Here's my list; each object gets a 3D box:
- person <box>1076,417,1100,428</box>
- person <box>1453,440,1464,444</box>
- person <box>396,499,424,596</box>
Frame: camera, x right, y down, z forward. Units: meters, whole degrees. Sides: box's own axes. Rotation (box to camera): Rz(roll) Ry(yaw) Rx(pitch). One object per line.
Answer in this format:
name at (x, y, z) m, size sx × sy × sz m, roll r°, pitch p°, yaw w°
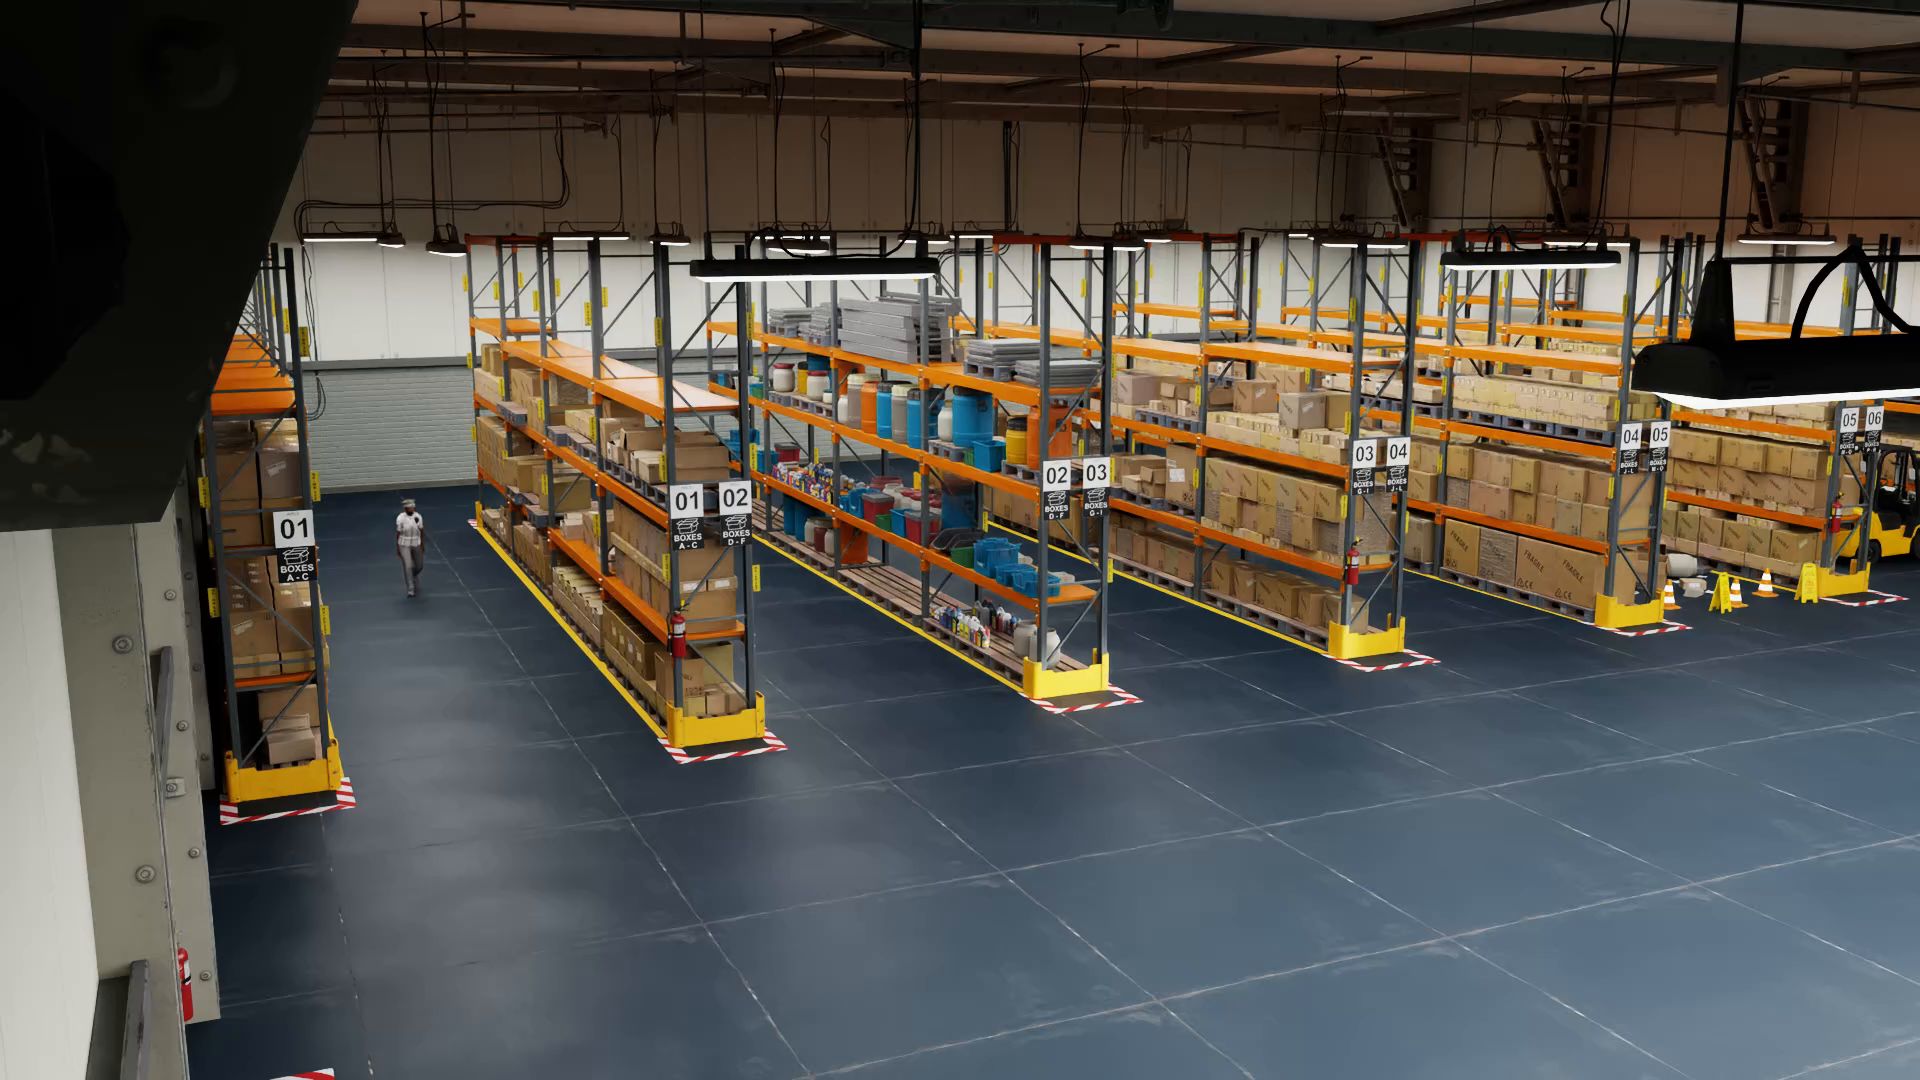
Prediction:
person at (3.295, -2.786, 42.802) m, size 0.616 × 1.705 × 1.170 m, roll 2°, pitch 11°, yaw 11°
person at (10.398, -1.200, 34.753) m, size 0.440 × 1.794 × 0.561 m, roll 8°, pitch 13°, yaw 34°
person at (-9.373, 0.075, 28.370) m, size 0.449 × 1.634 × 0.807 m, roll -5°, pitch 12°, yaw -26°
